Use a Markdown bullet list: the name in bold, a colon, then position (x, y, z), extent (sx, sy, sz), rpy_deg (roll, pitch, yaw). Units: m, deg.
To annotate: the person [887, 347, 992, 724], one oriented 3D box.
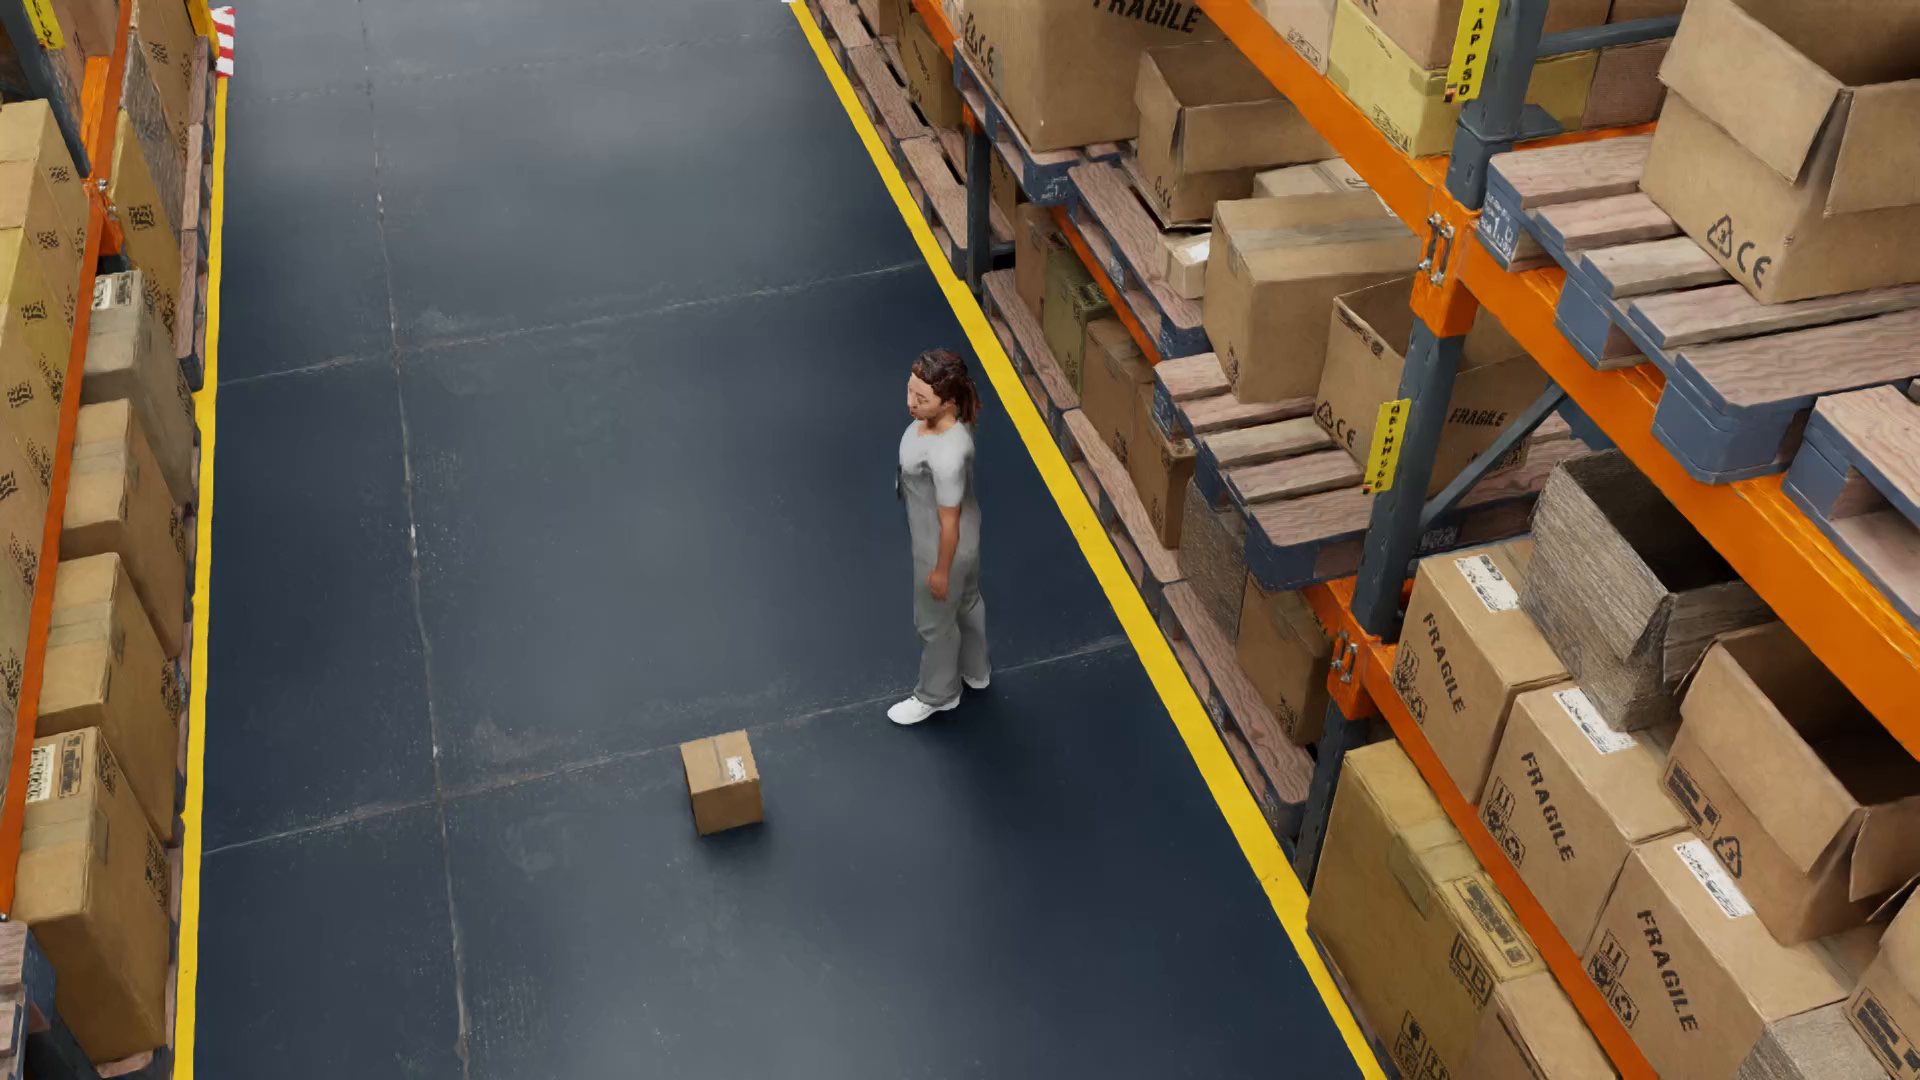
- **person**: position (-0.078, -0.006, 6.151), extent (0.403, 1.654, 0.462), rpy_deg (2, 42, 2)
